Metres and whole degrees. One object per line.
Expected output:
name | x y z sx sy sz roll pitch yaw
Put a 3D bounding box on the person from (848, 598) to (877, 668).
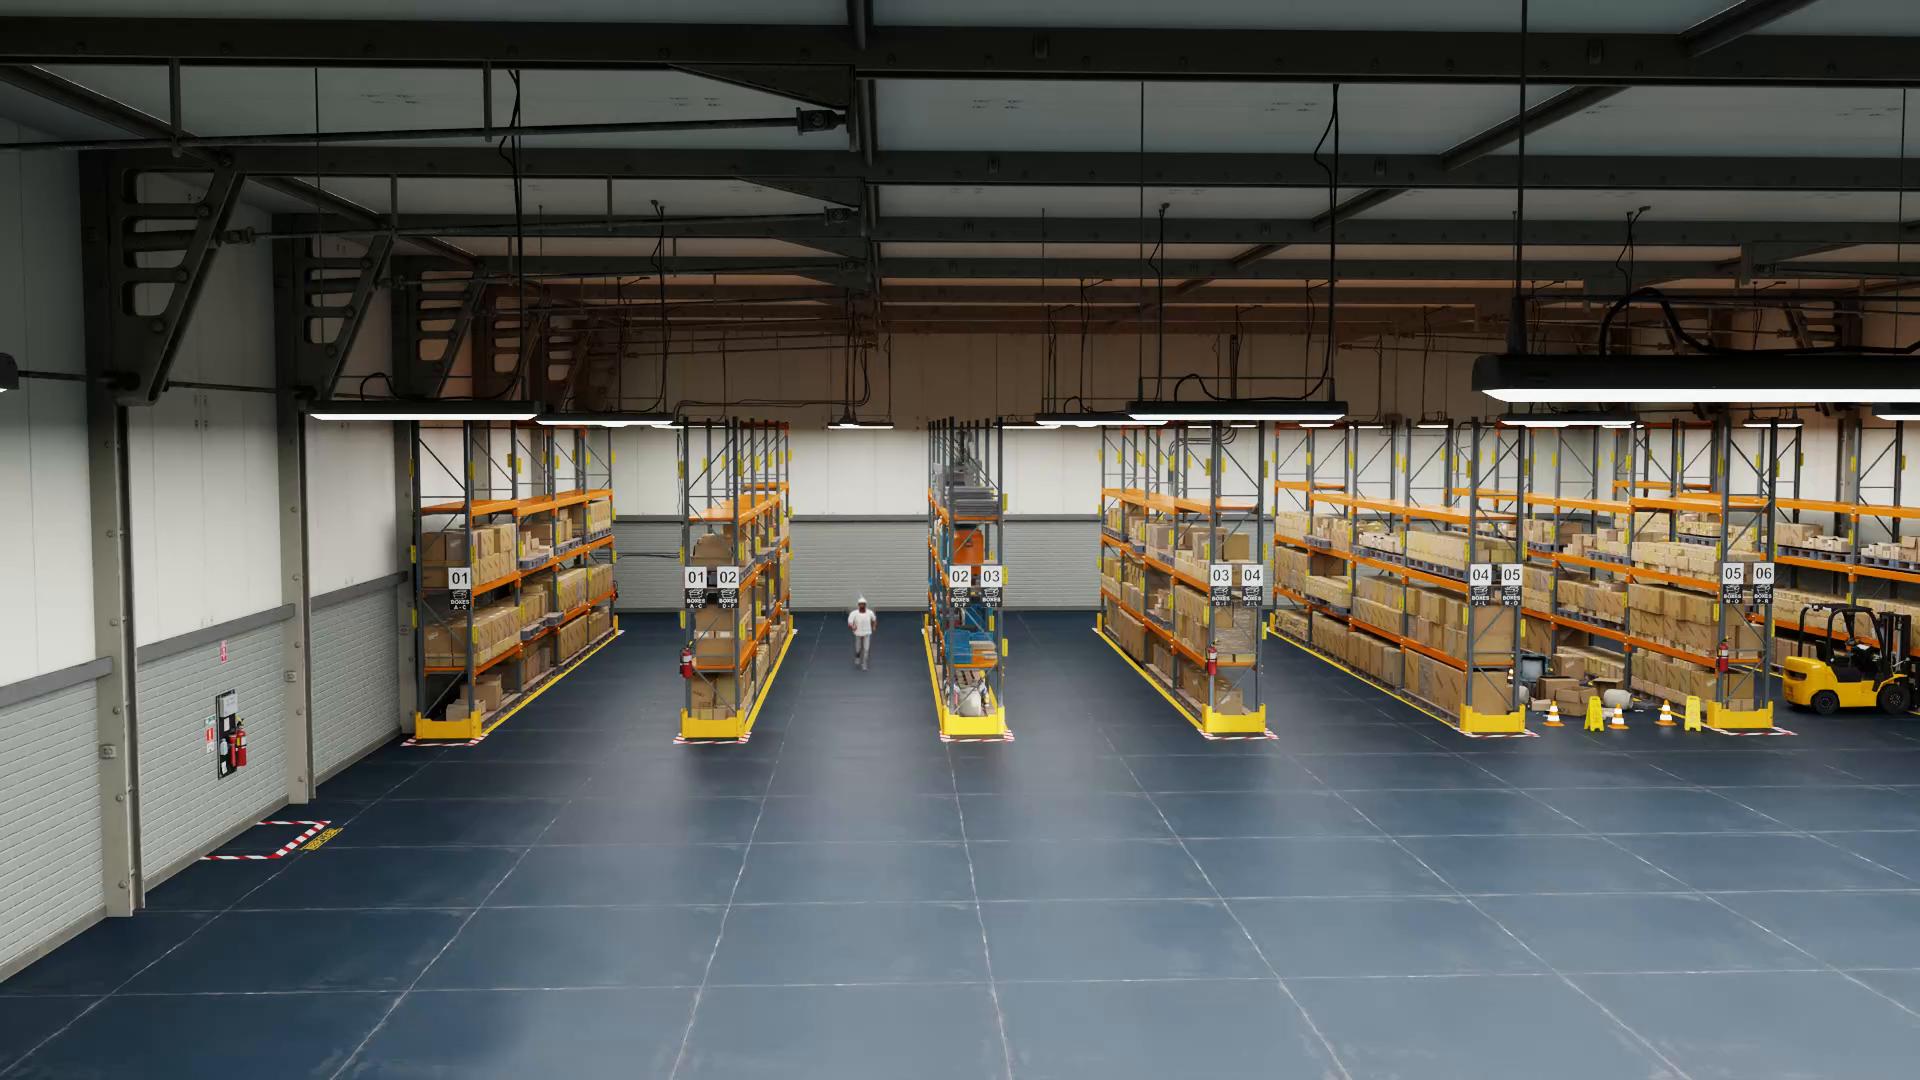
person | -2.332 2.227 39.880 0.714 1.669 0.675 -1 4 -8
